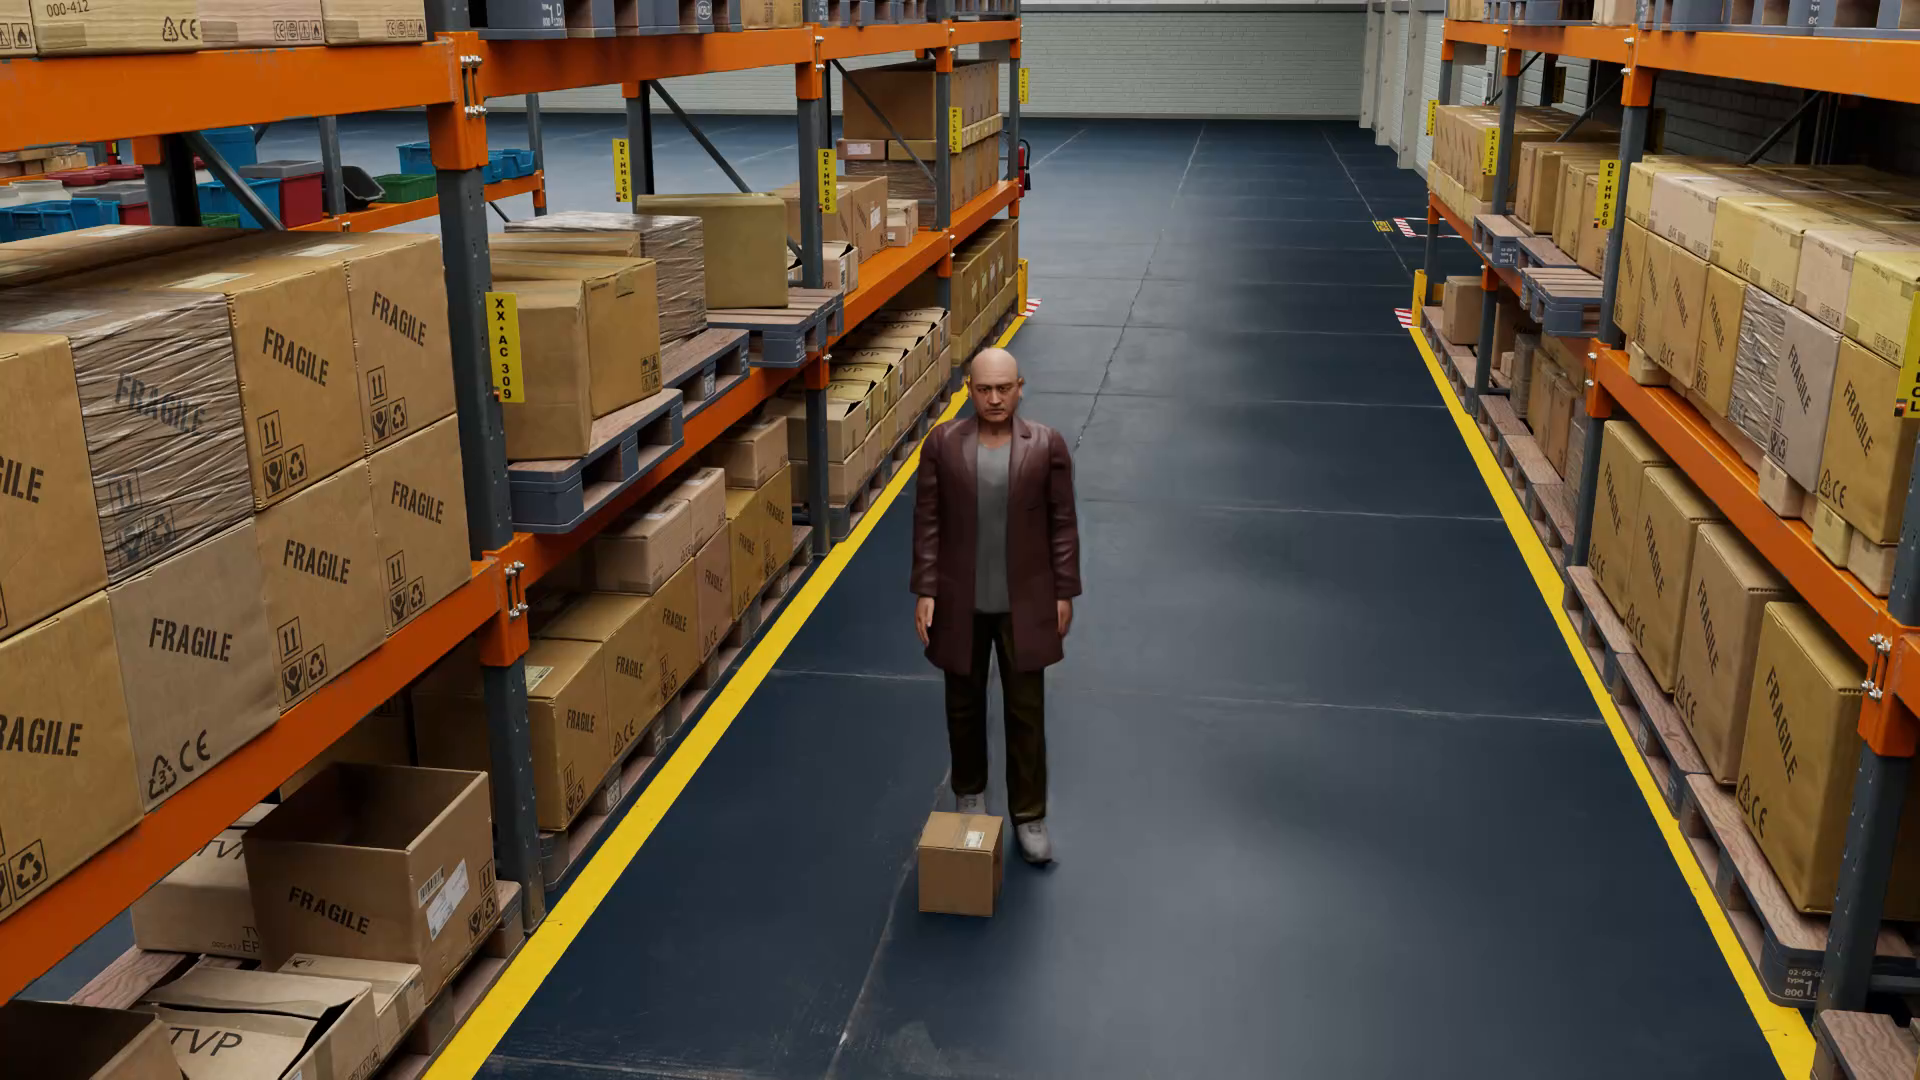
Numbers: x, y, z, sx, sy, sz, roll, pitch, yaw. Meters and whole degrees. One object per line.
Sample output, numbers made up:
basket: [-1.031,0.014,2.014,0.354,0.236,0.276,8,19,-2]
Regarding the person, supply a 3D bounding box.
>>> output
person: [0.126,0.218,5.866,0.608,1.791,0.552,1,18,3]
